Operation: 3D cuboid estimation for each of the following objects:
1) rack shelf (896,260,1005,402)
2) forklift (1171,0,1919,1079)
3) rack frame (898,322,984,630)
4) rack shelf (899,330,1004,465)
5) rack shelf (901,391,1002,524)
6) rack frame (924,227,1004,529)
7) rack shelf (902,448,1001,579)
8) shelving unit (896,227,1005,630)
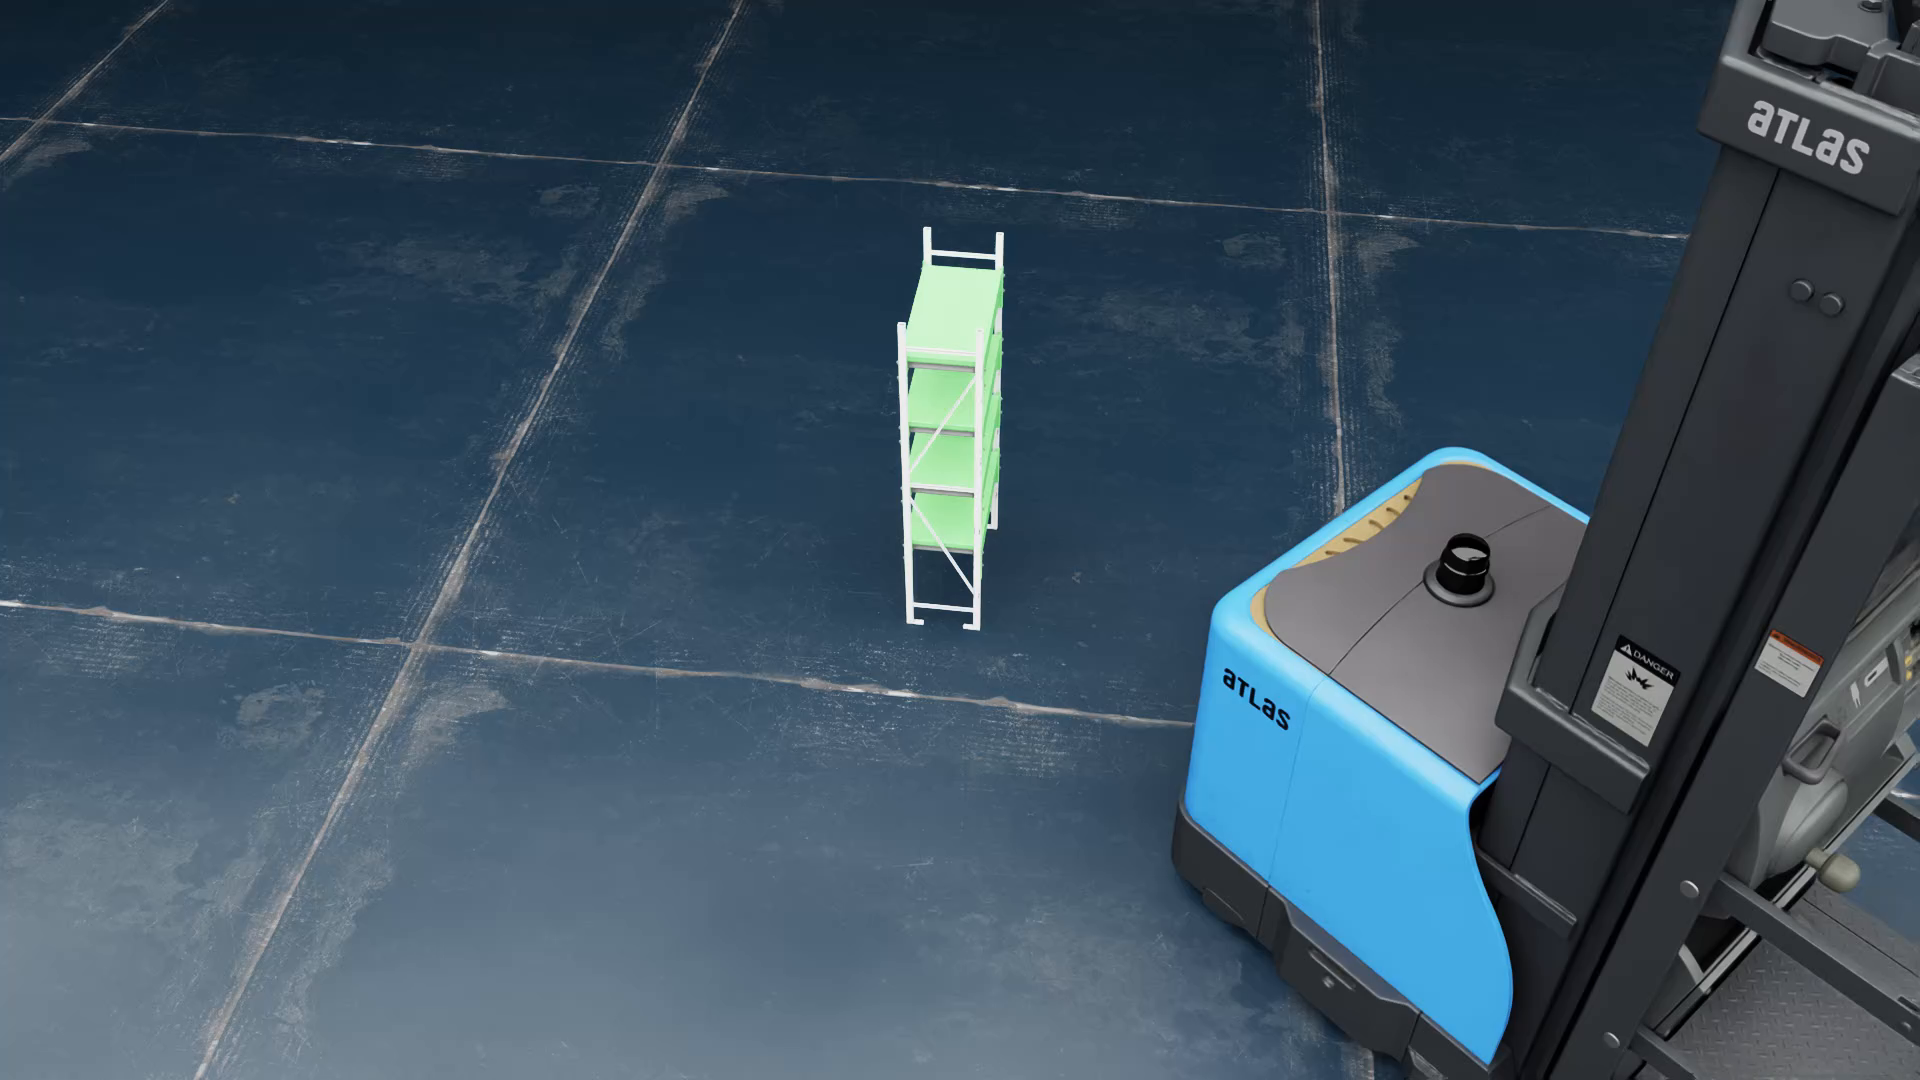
[{"bbox_3d":[-0.022,-0.625,4.932,0.258,0.148,0.480,5,44,6],"label":"rack shelf"},{"bbox_3d":[1.944,0.420,3.174,1.130,2.935,3.031,-31,52,-29],"label":"forklift"},{"bbox_3d":[-0.054,-0.157,5.043,0.240,1.200,0.015,5,44,6],"label":"rack frame"},{"bbox_3d":[-0.022,-0.451,5.097,0.258,0.148,0.480,5,44,6],"label":"rack shelf"},{"bbox_3d":[-0.022,-0.276,5.262,0.258,0.148,0.480,5,44,6],"label":"rack shelf"},{"bbox_3d":[0.010,-0.489,5.394,0.240,1.200,0.015,5,44,6],"label":"rack frame"},{"bbox_3d":[-0.022,-0.102,5.427,0.258,0.148,0.480,5,44,6],"label":"rack shelf"},{"bbox_3d":[-0.022,-0.323,5.218,0.258,1.200,0.503,5,44,6],"label":"shelving unit"}]
